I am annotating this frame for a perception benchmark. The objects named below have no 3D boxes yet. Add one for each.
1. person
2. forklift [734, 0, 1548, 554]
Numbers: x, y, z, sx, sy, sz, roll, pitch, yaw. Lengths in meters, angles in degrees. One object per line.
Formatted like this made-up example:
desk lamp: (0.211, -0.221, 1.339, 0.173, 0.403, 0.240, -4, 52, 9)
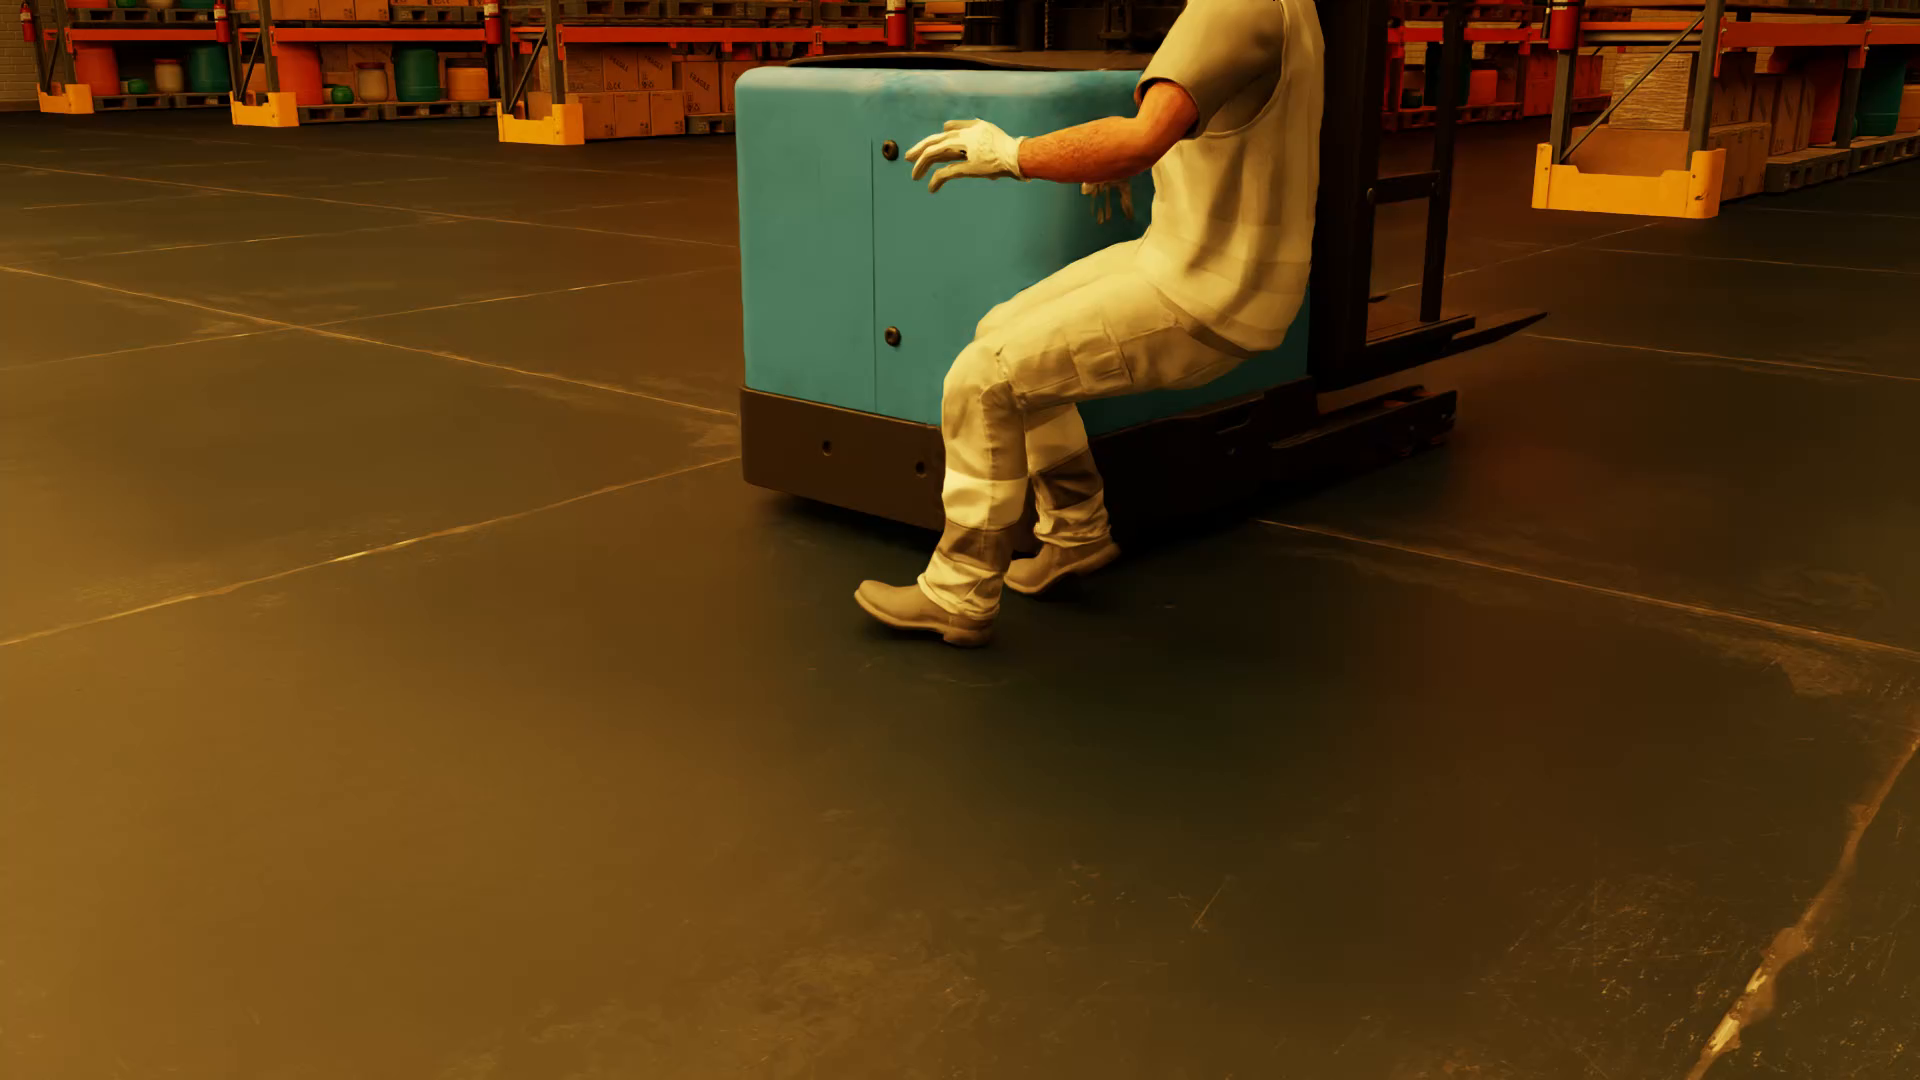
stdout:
person: (0.215, -0.542, 3.084, 0.871, 1.540, 0.902, 2, 17, 6)
forklift: (0.800, -1.720, 4.563, 1.130, 2.935, 3.031, 14, 22, 39)
